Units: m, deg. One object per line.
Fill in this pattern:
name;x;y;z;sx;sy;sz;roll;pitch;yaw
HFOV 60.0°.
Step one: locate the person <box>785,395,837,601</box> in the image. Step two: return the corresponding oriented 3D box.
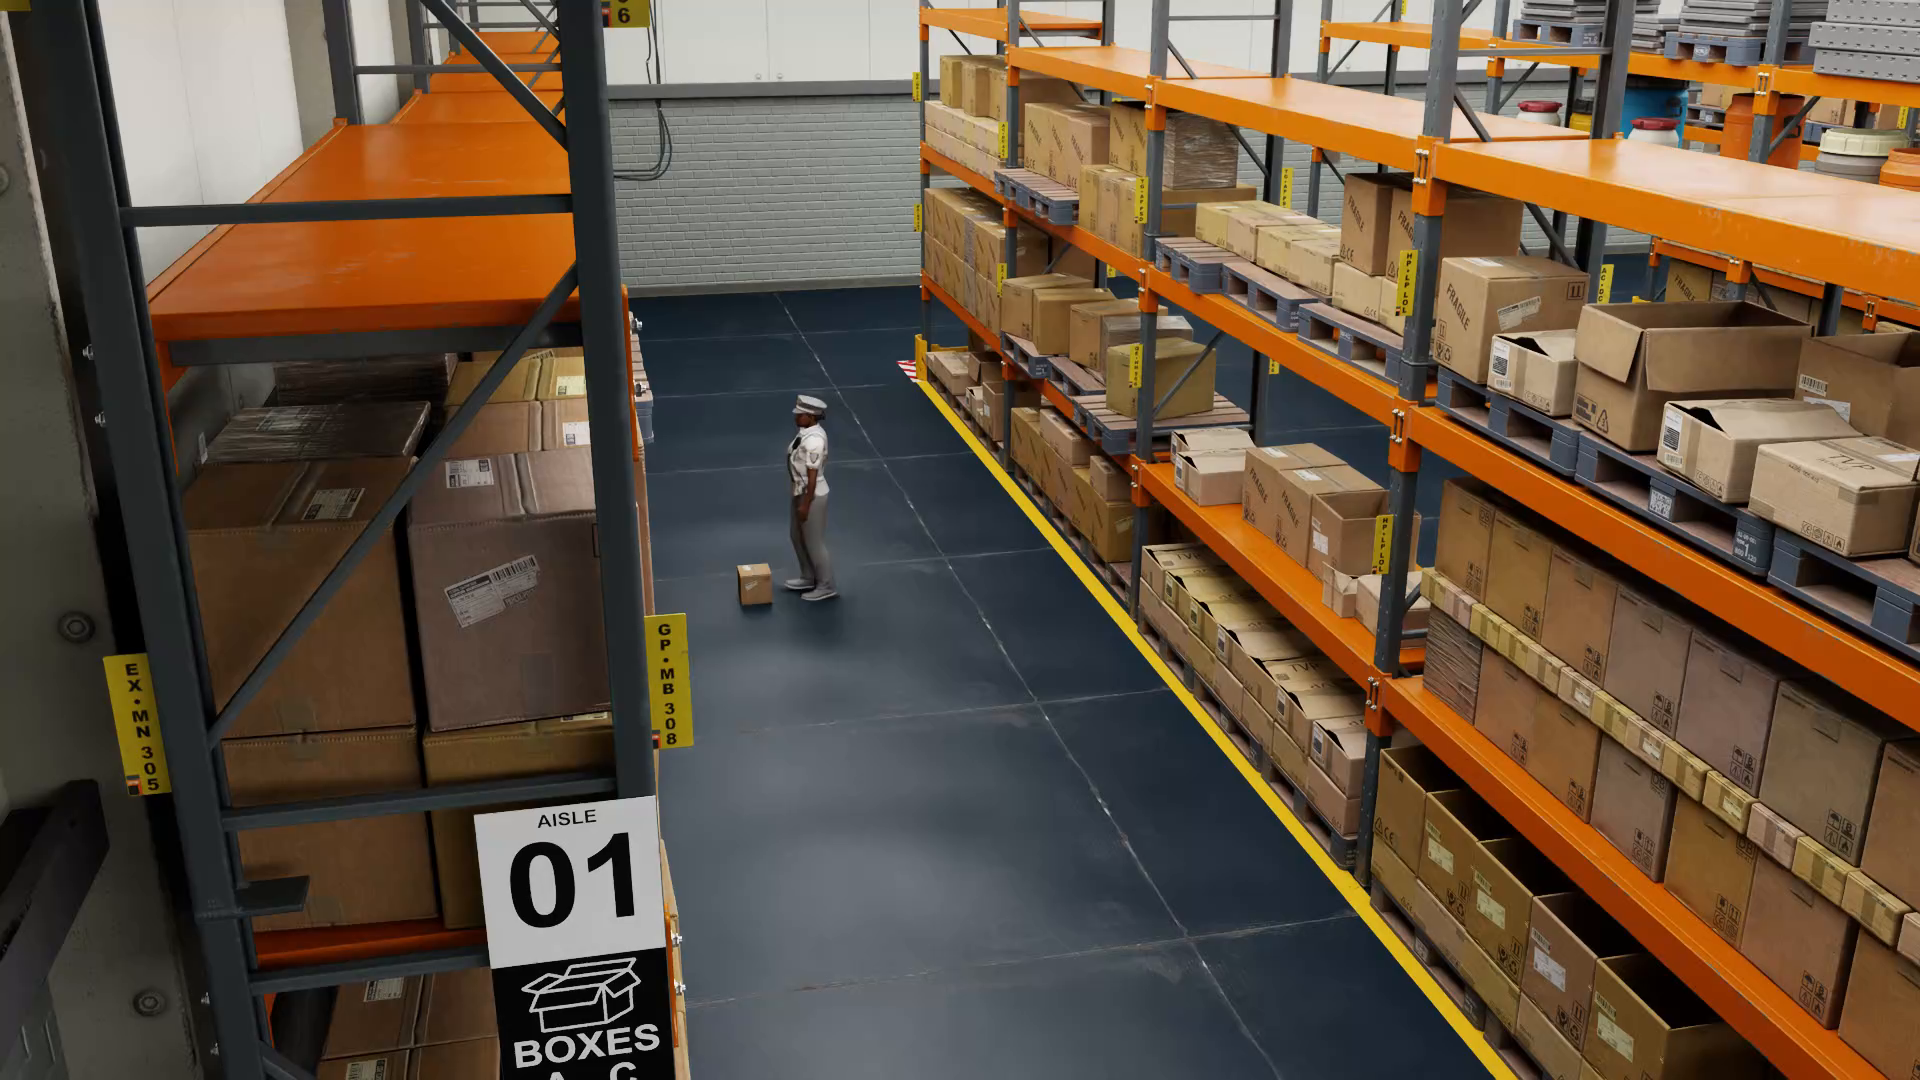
person;-1.217;-0.340;13.291;0.393;1.681;0.438;-4;20;-11
